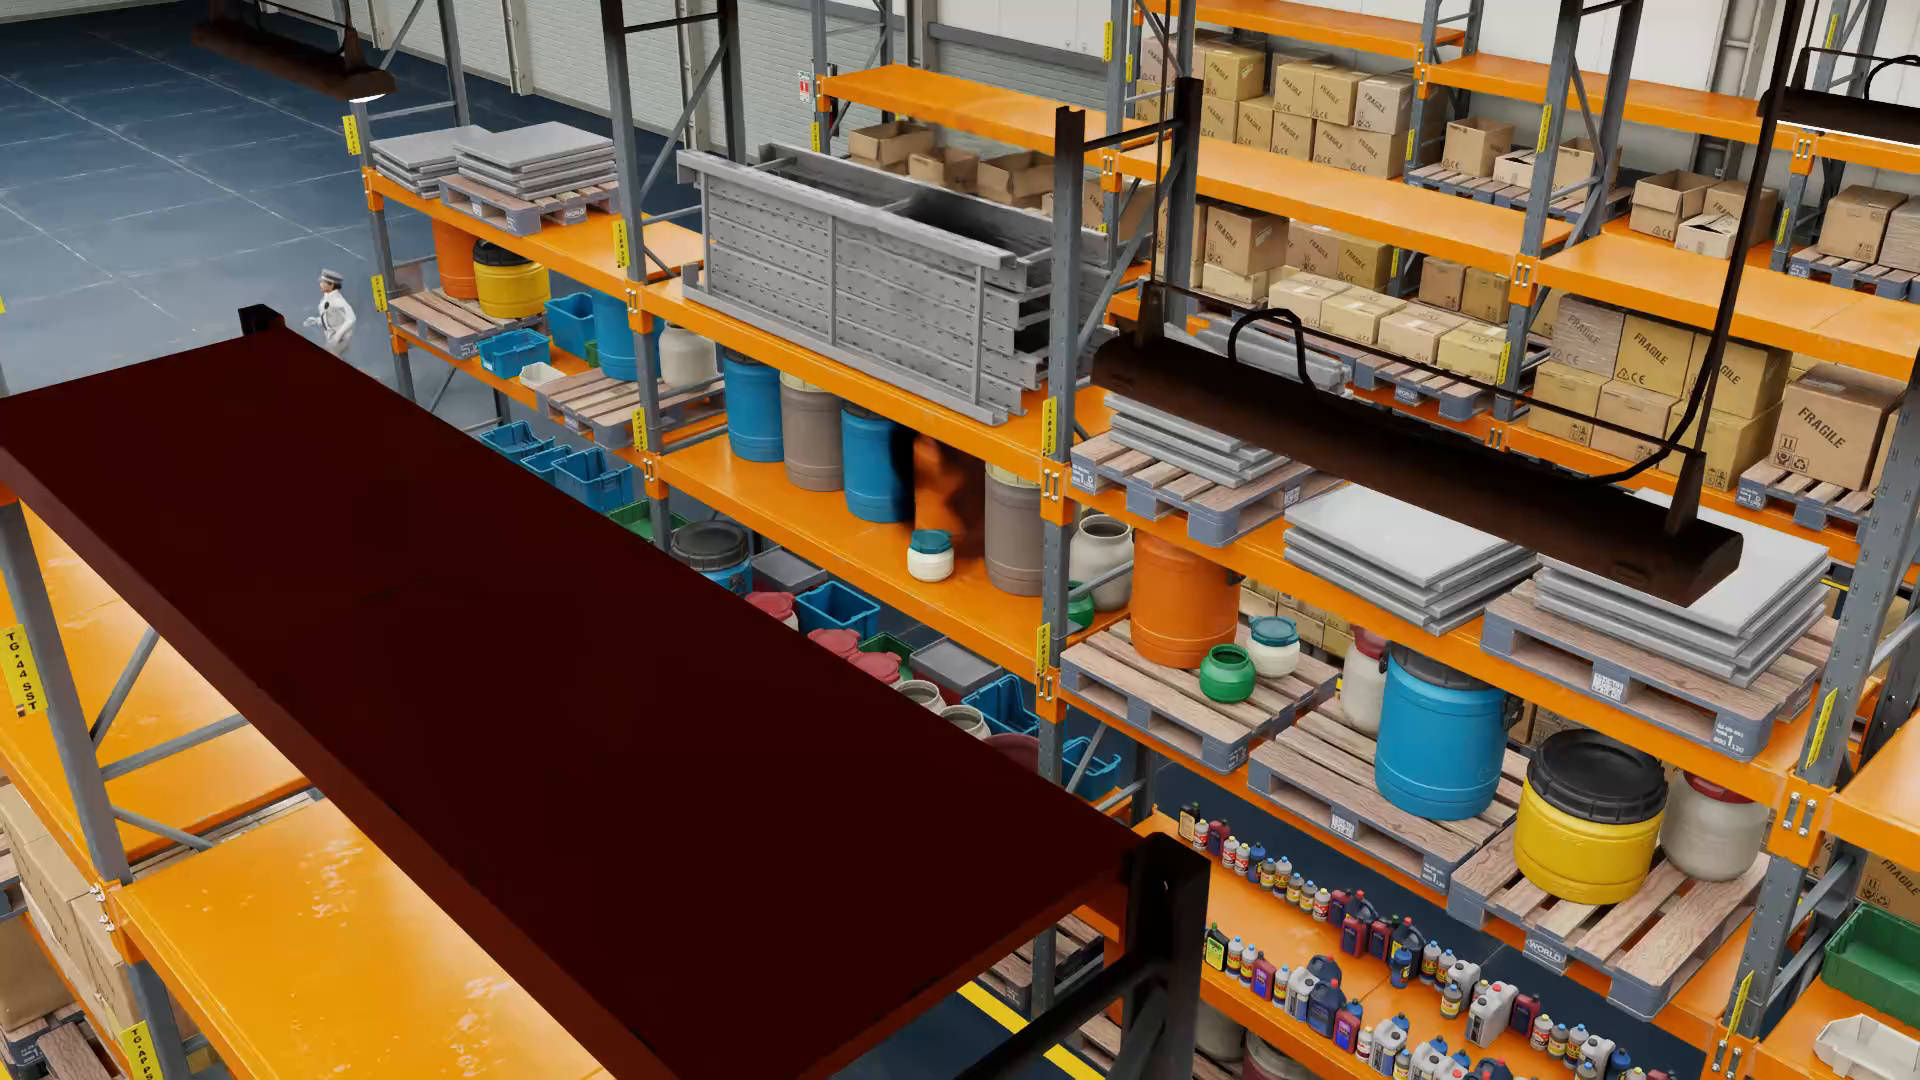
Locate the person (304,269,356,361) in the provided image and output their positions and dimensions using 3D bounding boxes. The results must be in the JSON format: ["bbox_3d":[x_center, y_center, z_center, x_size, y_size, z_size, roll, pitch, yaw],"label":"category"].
[{"bbox_3d":[-7.358,-2.364,19.495,0.554,1.655,0.602,-13,31,-23],"label":"person"}]
